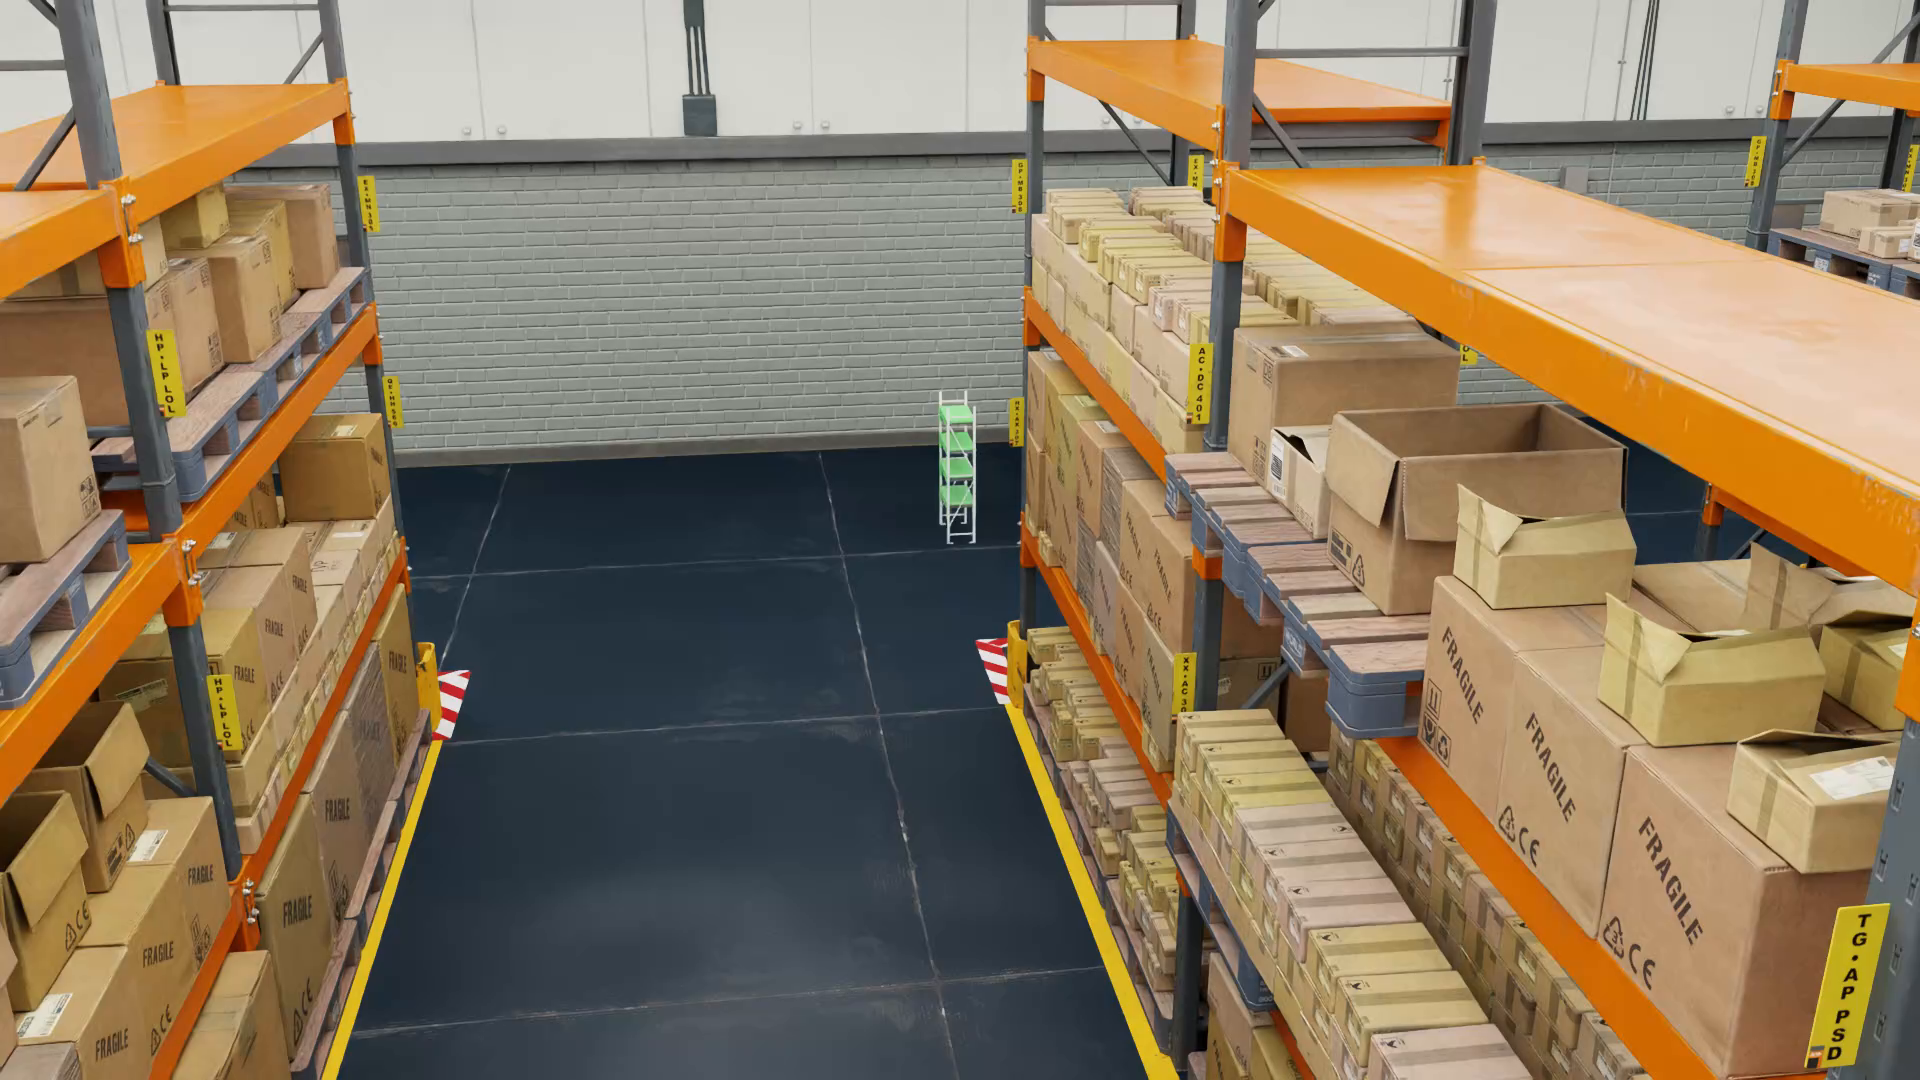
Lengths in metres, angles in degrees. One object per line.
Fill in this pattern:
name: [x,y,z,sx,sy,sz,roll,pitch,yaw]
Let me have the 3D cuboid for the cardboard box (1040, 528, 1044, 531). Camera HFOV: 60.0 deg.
cardboard box: [0.706,-0.050,10.421,0.380,0.149,0.250,-2,21,-6]

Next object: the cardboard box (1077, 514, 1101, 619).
cardboard box: [0.938,0.132,9.009,0.500,0.500,0.500,-3,21,-9]

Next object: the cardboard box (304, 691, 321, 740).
cardboard box: [-3.306,0.855,7.999,0.380,0.149,0.250,-3,21,-9]

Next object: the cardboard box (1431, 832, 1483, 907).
cardboard box: [1.879,1.133,5.804,0.380,0.149,0.250,-4,21,-10]

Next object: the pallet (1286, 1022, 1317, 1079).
pallet: [1.734,1.794,5.399,1.003,0.211,1.213,-3,21,-8]

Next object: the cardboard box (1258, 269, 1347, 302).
cardboard box: [1.590,-1.138,7.620,0.380,0.149,0.250,-4,21,-9]

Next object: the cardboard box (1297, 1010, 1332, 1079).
cardboard box: [1.311,1.623,5.344,0.380,0.149,0.250,-4,21,-10]

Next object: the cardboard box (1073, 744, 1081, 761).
cardboard box: [0.886,1.304,9.912,0.380,0.149,0.250,-3,21,-8]

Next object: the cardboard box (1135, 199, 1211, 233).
cardboard box: [1.222,-1.859,9.548,0.380,0.149,0.250,-4,21,-9]

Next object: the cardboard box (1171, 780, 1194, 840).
cardboard box: [1.085,1.083,6.787,0.380,0.149,0.250,-4,21,-10]

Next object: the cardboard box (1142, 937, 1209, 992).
cardboard box: [1.089,2.023,7.987,0.380,0.149,0.250,-3,21,-7]

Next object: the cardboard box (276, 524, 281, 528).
cardboard box: [-4.133,0.123,9.388,0.500,0.250,0.500,-3,21,-8]

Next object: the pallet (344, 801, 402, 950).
pallet: [-3.651,1.834,9.005,1.003,0.211,1.213,-3,21,-8]

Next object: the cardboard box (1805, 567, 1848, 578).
cardboard box: [5.984,0.560,11.491,0.875,0.438,0.875,-4,21,-10]

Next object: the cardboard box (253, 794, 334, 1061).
cardboard box: [-3.456,1.784,7.589,0.875,0.875,0.875,-3,21,-8]

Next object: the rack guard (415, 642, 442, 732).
rack guard: [-4.020,0.996,10.836,1.175,0.500,0.348,-3,21,-8]

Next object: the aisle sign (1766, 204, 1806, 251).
aisle sign: [5.493,-1.895,11.287,0.394,0.787,0.004,-3,21,-8]

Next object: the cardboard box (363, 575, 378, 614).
cardboard box: [-3.530,0.321,9.428,0.380,0.149,0.250,-3,21,-7]

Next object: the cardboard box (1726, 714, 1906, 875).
cardboard box: [1.744,0.450,3.200,0.396,0.266,0.258,-3,21,-8]

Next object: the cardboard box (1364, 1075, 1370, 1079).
cardboard box: [1.388,1.665,4.805,0.380,0.149,0.250,-3,21,-8]

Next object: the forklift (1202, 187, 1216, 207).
forklift: [2.414,-1.377,13.715,3.031,2.935,1.130,-1,20,-2]

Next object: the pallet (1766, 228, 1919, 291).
pallet: [5.907,-1.774,10.519,1.003,0.211,1.213,-3,21,-8]

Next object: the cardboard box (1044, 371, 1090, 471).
cardboard box: [0.788,-0.693,9.789,0.500,0.500,0.500,-2,21,-6]

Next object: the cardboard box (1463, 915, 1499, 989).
cardboard box: [1.929,1.368,5.599,0.380,0.149,0.250,-3,21,-8]

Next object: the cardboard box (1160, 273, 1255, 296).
cardboard box: [1.121,-1.118,7.565,0.380,0.149,0.250,-2,21,-6]

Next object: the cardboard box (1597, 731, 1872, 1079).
cardboard box: [1.726,0.751,3.489,0.500,0.500,0.500,-3,21,-8]

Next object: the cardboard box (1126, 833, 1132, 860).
cardboard box: [1.077,1.633,8.607,0.380,0.149,0.250,-3,21,-7]

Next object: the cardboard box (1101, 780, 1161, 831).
cardboard box: [0.964,1.398,8.811,0.380,0.149,0.250,-4,21,-10]

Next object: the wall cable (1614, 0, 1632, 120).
wall cable: [5.436,-5.469,15.999,2.355,3.000,0.029,-3,21,-8]

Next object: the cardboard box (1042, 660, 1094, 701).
cardboard box: [0.714,0.860,10.252,0.380,0.149,0.250,-3,21,-8]

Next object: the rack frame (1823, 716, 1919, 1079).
rack frame: [2.056,-0.422,2.486,0.949,2.616,0.053,-3,21,-8]

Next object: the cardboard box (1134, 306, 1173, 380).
cardboard box: [1.101,-0.894,7.536,0.500,0.250,0.500,-4,21,-10]

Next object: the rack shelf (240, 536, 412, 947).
rack shelf: [-3.728,0.863,8.648,1.077,0.370,4.000,-3,21,-8]

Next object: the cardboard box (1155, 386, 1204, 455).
cardboard box: [1.145,-0.488,7.164,0.500,0.250,0.500,-2,21,-6]

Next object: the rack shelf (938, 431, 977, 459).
rack shelf: [-0.024,-0.784,14.098,0.258,0.148,0.480,-3,21,-8]

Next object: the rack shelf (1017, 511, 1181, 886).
rack shelf: [1.195,0.647,9.224,1.077,0.370,4.000,-3,21,-8]

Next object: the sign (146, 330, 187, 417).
sign: [-2.904,-0.608,6.080,0.100,0.325,0.005,-3,21,-8]

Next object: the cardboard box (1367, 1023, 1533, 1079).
cardboard box: [1.392,1.530,4.742,0.380,0.149,0.250,-3,21,-8]

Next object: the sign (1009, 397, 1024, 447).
sign: [0.369,-0.760,10.727,0.100,0.325,0.005,-3,21,-8]

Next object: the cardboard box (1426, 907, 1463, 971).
cardboard box: [1.890,1.410,5.912,0.380,0.149,0.250,-4,21,-10]

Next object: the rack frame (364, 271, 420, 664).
rack frame: [-4.016,-0.167,10.376,1.000,3.000,0.127,-3,21,-8]

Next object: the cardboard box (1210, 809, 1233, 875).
cardboard box: [1.162,1.123,6.256,0.380,0.149,0.250,-2,21,-6]

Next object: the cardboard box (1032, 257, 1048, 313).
cardboard box: [0.718,-1.549,10.003,0.500,0.250,0.500,-2,21,-6]

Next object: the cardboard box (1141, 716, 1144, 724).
cardboard box: [1.086,0.854,8.001,0.380,0.149,0.250,-2,21,-6]

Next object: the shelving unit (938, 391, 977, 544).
shelving unit: [-0.024,-0.619,14.160,0.258,1.200,0.503,-3,21,-8]

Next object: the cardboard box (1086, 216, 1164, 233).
cardboard box: [0.890,-1.660,9.015,0.380,0.149,0.250,-2,21,-6]

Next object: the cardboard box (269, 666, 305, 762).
cardboard box: [-3.315,0.801,7.575,0.500,0.250,0.500,-3,21,-8]

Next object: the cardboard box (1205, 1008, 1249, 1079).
cardboard box: [1.327,2.246,6.887,0.500,0.500,0.500,-2,21,-6]

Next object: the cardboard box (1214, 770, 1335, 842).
cardboard box: [1.165,0.990,6.188,0.380,0.149,0.250,-3,21,-7]

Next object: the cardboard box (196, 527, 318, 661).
cardboard box: [-3.399,0.268,7.929,0.500,0.500,0.500,-4,21,-9]

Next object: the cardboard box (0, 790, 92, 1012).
cardboard box: [-3.252,1.160,5.246,0.797,0.503,0.637,-3,21,-7]

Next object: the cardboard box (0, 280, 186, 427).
cardboard box: [-3.612,-0.746,6.752,0.700,0.500,0.500,-4,21,-11]
